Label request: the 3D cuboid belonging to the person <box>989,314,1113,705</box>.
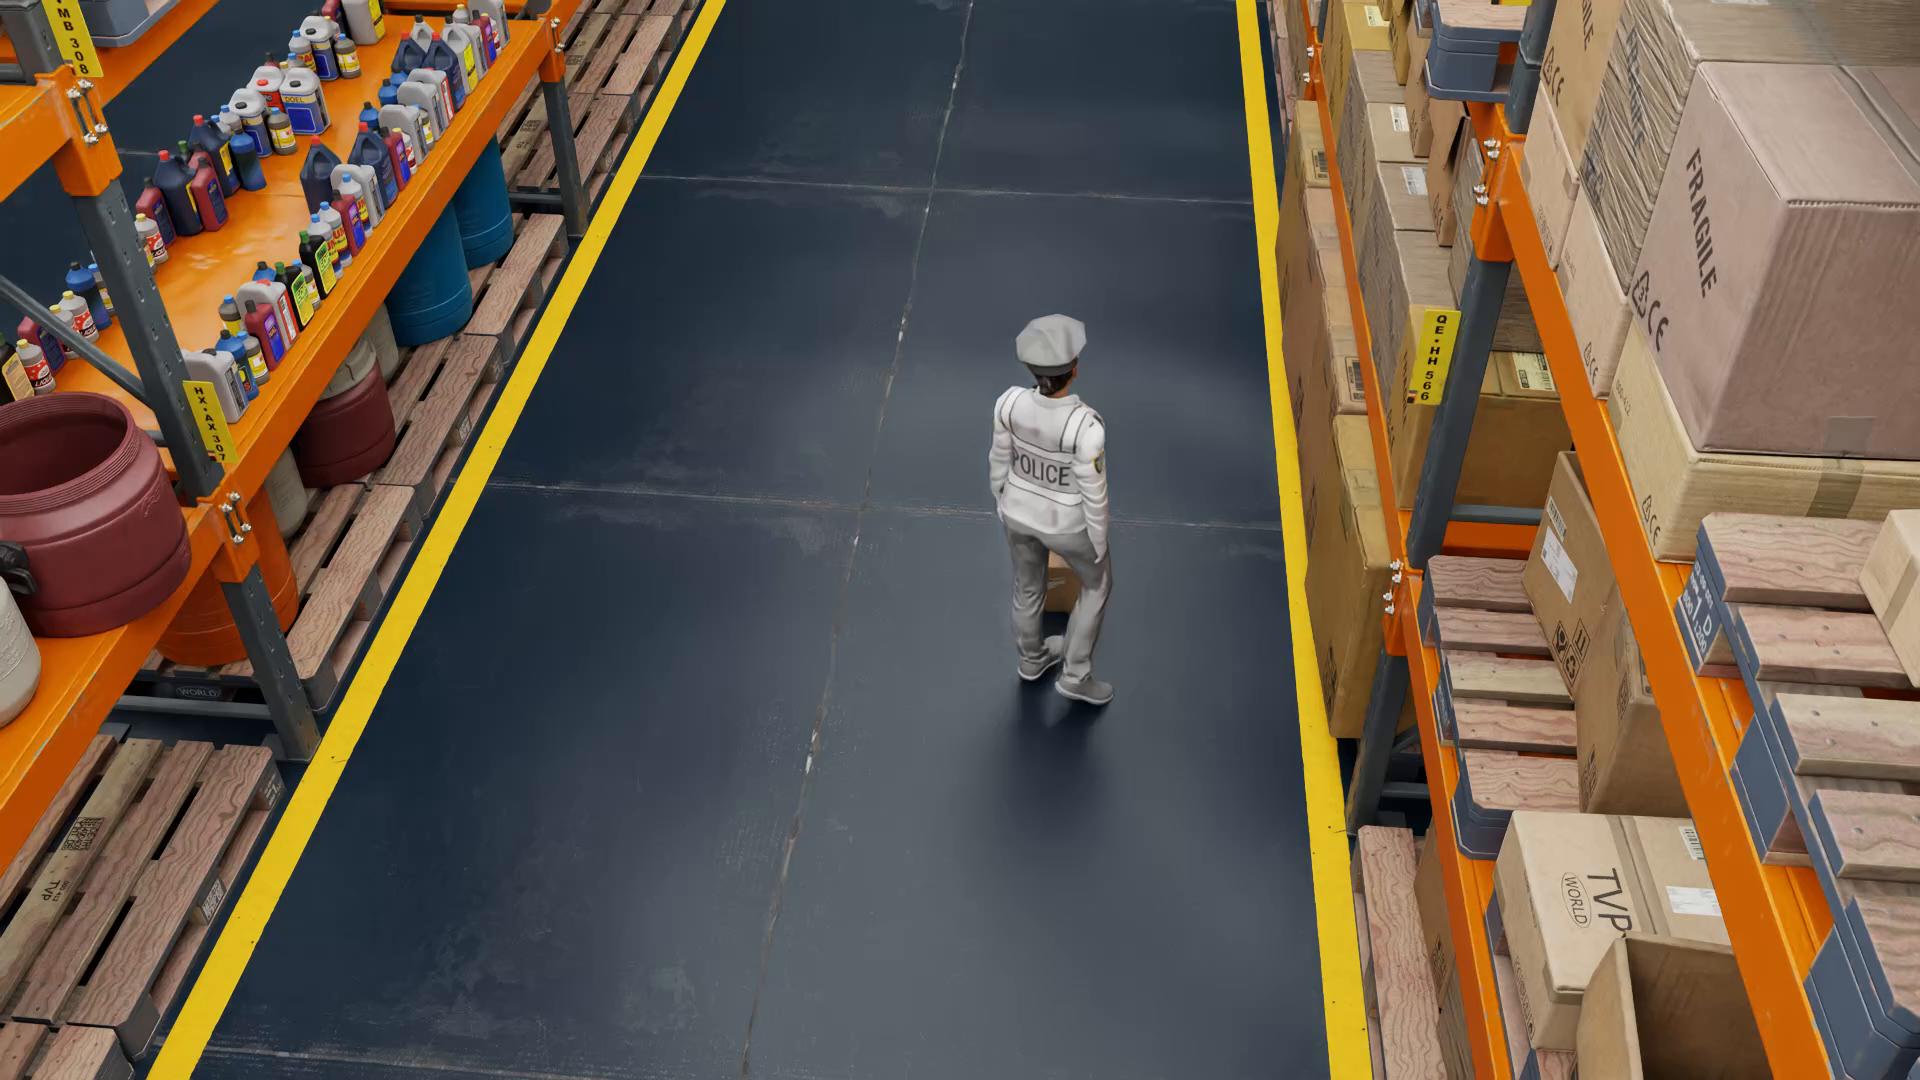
[{"bbox_3d":[0.369,-0.083,6.249,0.551,1.696,0.372,21,45,23],"label":"person"}]
